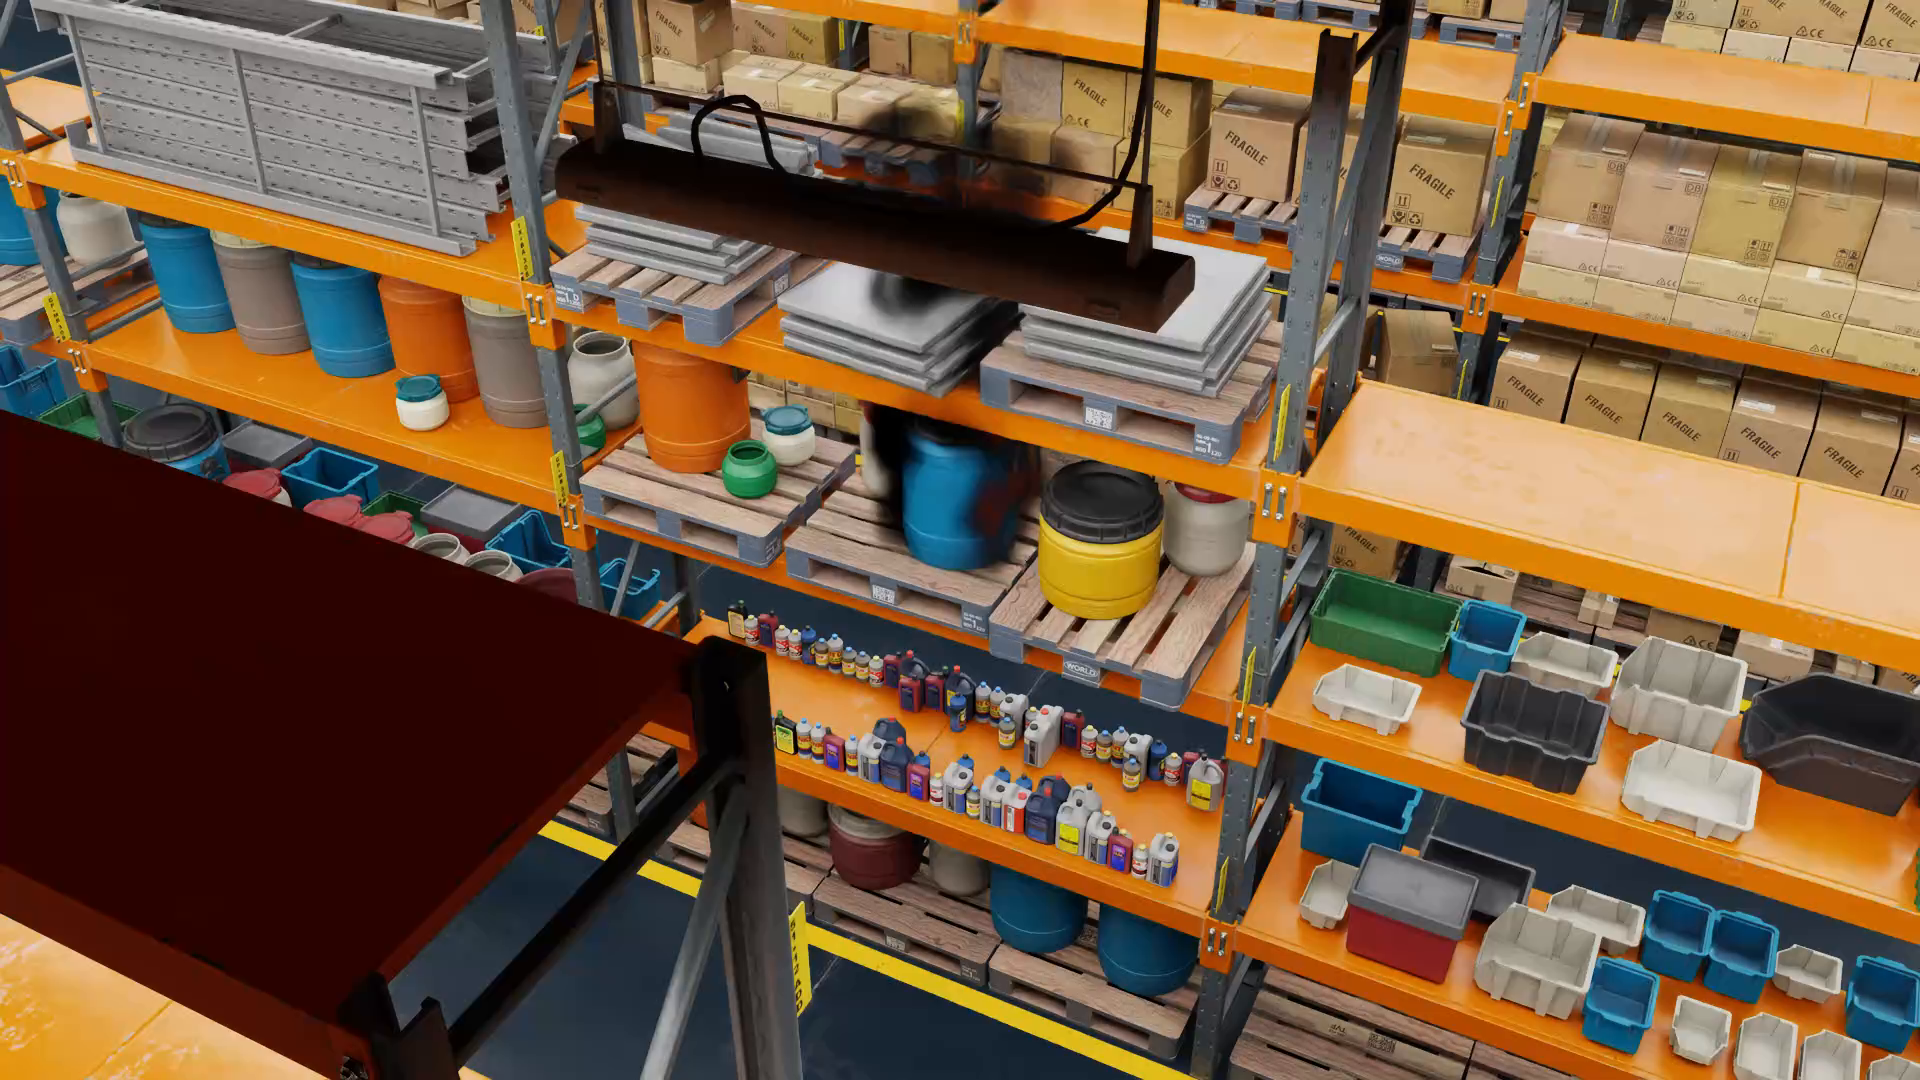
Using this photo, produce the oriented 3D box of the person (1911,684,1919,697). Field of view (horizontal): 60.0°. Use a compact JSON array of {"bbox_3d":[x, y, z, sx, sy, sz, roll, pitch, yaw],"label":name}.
[{"bbox_3d":[6.027,1.386,10.361,0.884,1.788,0.670,2,35,2],"label":"person"}]
